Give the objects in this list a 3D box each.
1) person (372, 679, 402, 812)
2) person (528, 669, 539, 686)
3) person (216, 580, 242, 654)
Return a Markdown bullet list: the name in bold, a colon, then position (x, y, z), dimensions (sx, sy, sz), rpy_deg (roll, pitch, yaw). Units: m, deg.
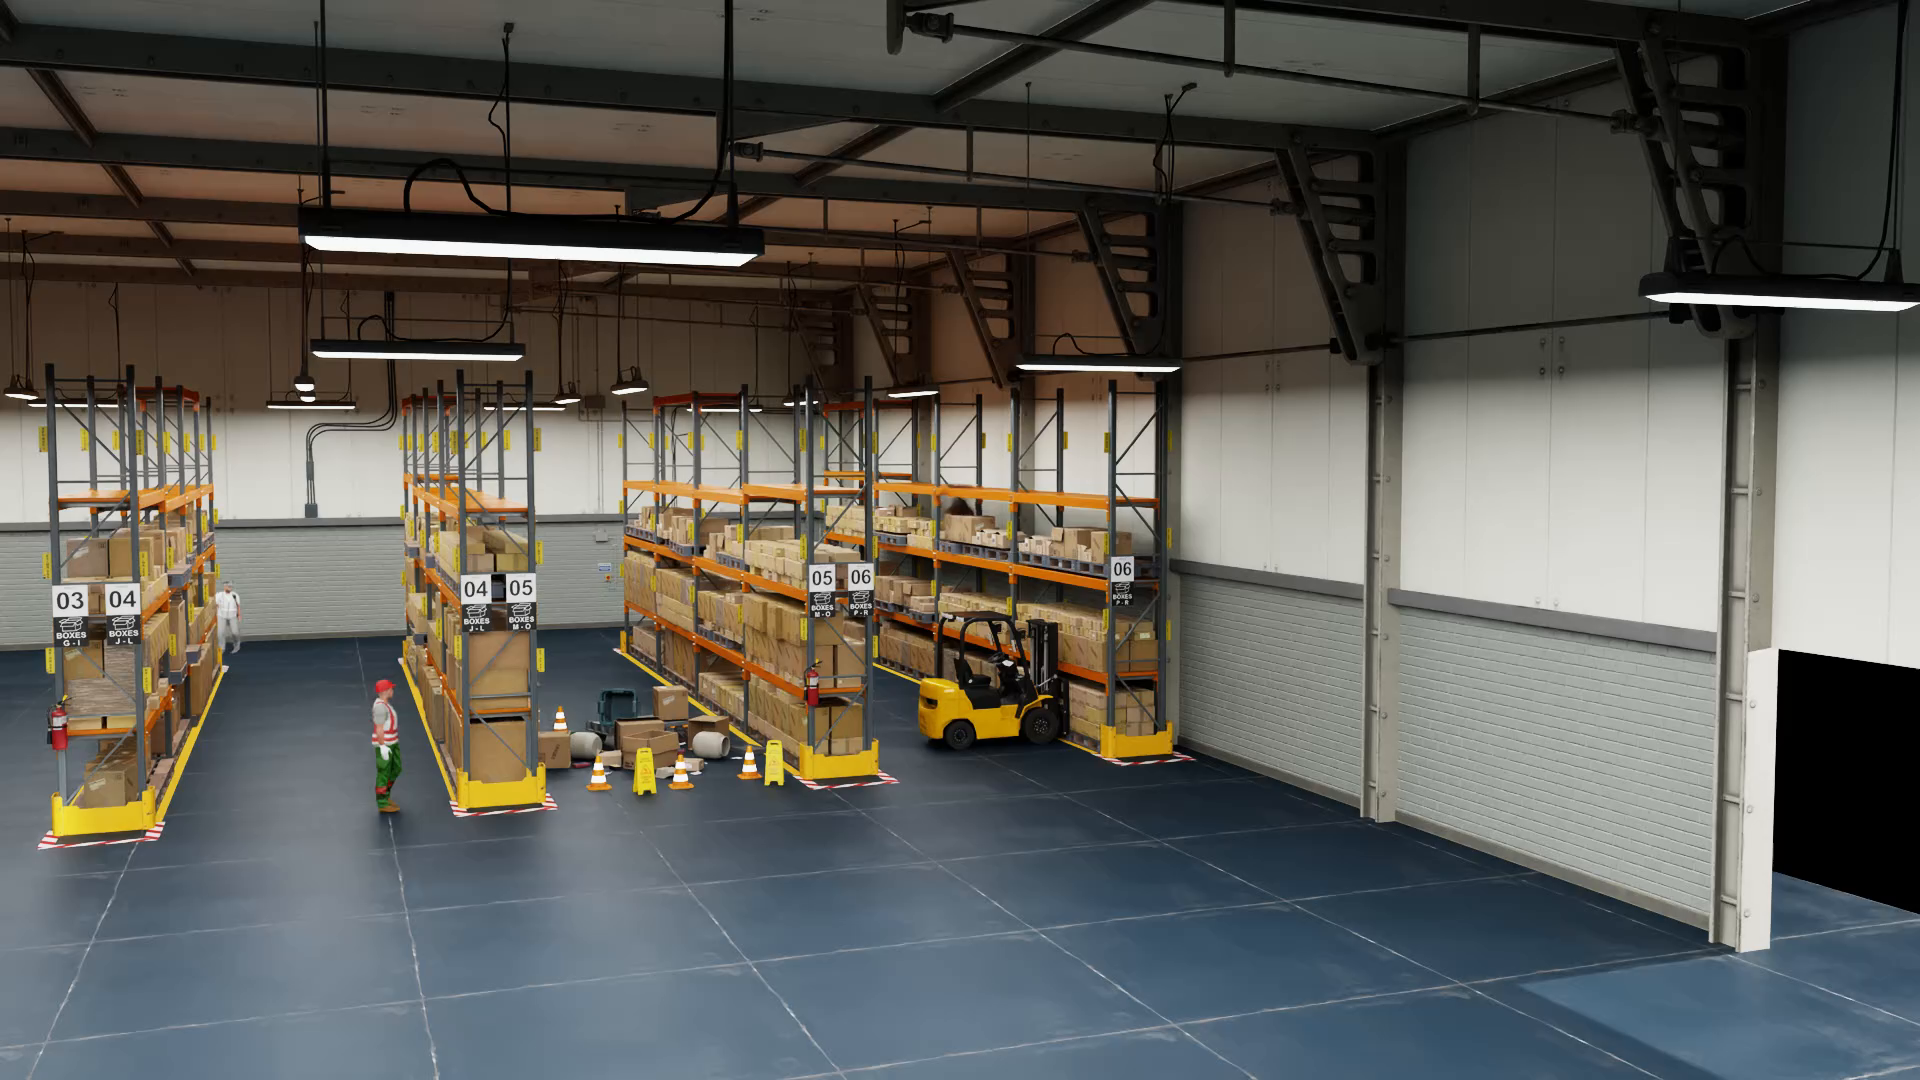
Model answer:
- **person**: position (-7.814, 2.791, 22.608), dimensions (0.424, 1.803, 0.621), rpy_deg (0, 3, -1)
- **person**: position (-8.976, 2.156, 34.325), dimensions (0.422, 1.690, 0.503), rpy_deg (-3, 4, -40)
- **person**: position (-17.418, 1.845, 39.562), dimensions (0.599, 1.764, 0.506), rpy_deg (-1, 4, -21)
